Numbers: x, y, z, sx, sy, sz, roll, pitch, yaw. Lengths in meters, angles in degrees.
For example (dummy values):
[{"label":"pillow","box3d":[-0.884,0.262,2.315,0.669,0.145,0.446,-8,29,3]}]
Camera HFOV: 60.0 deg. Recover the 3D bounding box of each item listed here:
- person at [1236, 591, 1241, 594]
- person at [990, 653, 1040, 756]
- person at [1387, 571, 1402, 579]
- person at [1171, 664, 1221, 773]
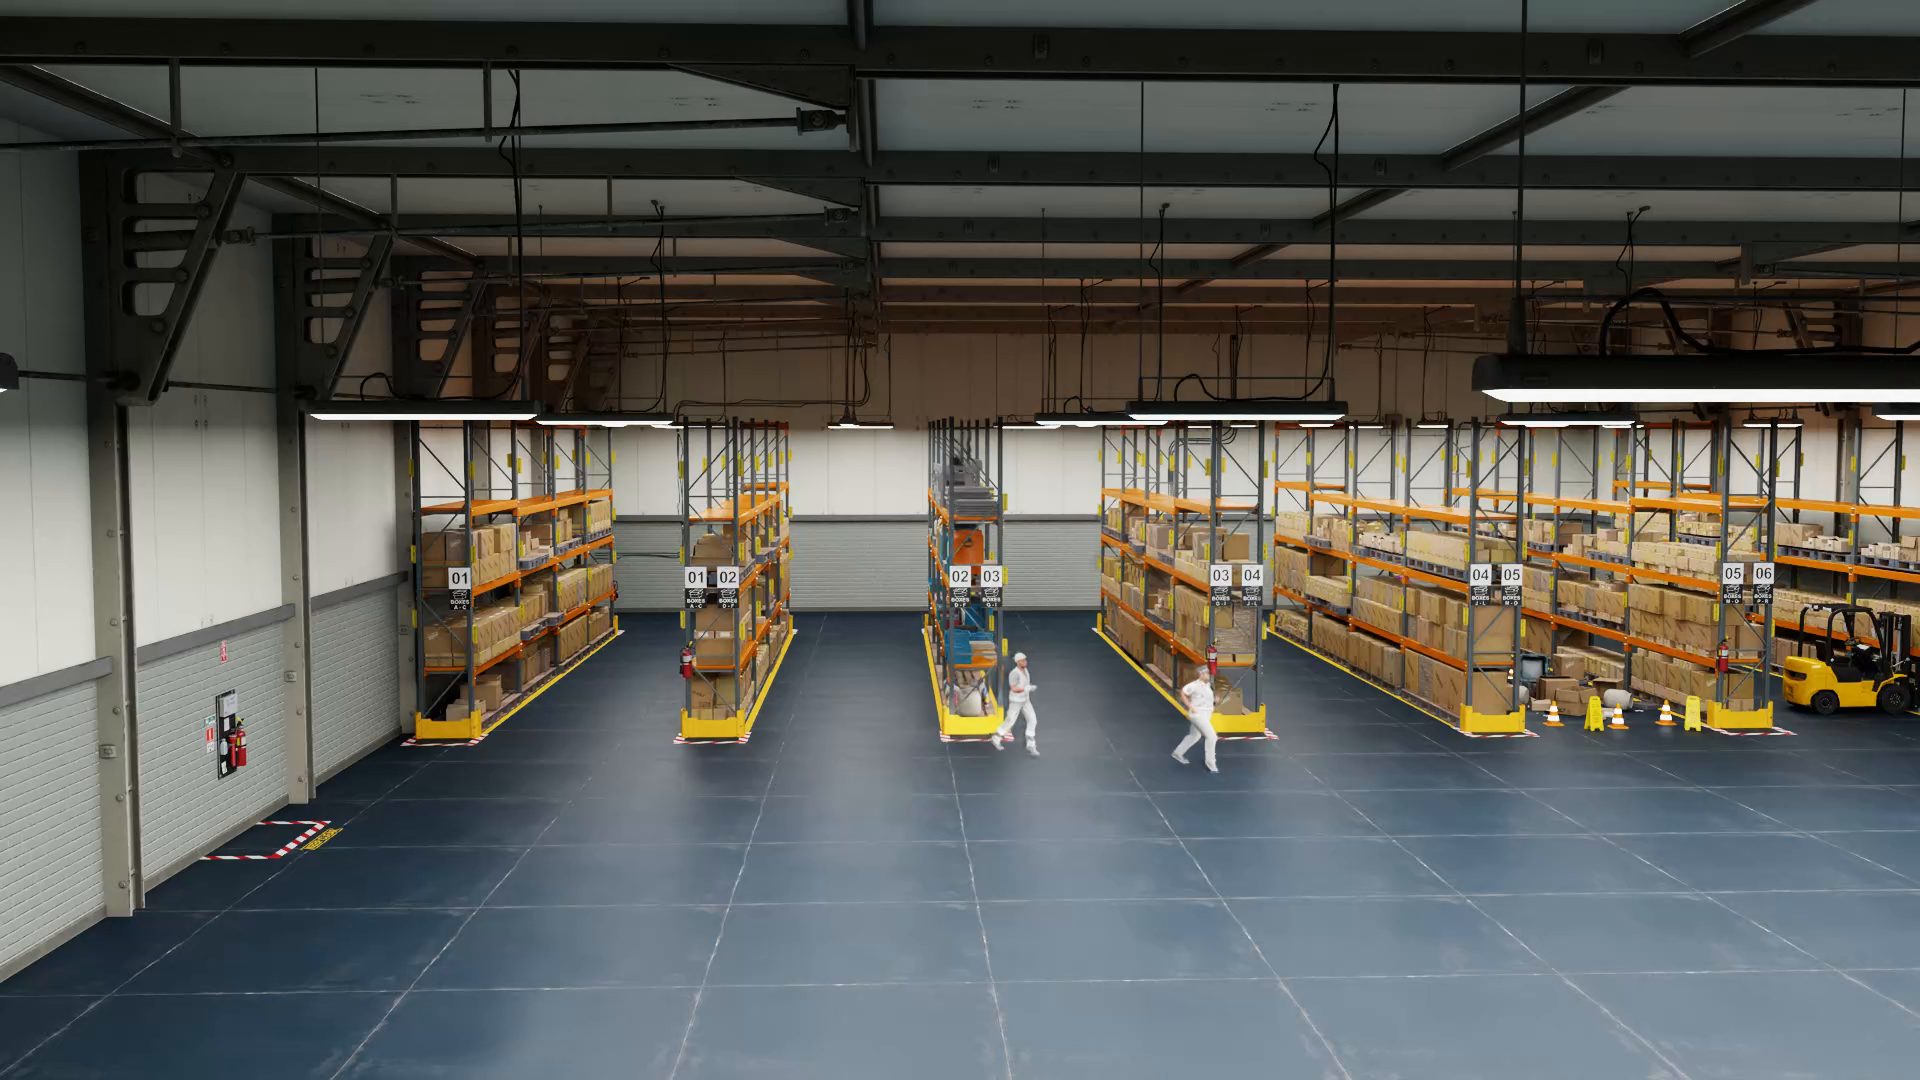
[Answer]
[{"label":"person","box3d":[7.745,1.843,47.570,0.575,1.583,0.623,1,4,11]},{"label":"person","box3d":[1.011,2.903,29.512,0.927,1.832,0.674,3,5,36]},{"label":"person","box3d":[12.773,1.623,49.317,0.762,1.800,0.694,0,4,0]},{"label":"person","box3d":[4.016,3.021,28.202,0.892,1.851,0.630,2,4,22]}]
